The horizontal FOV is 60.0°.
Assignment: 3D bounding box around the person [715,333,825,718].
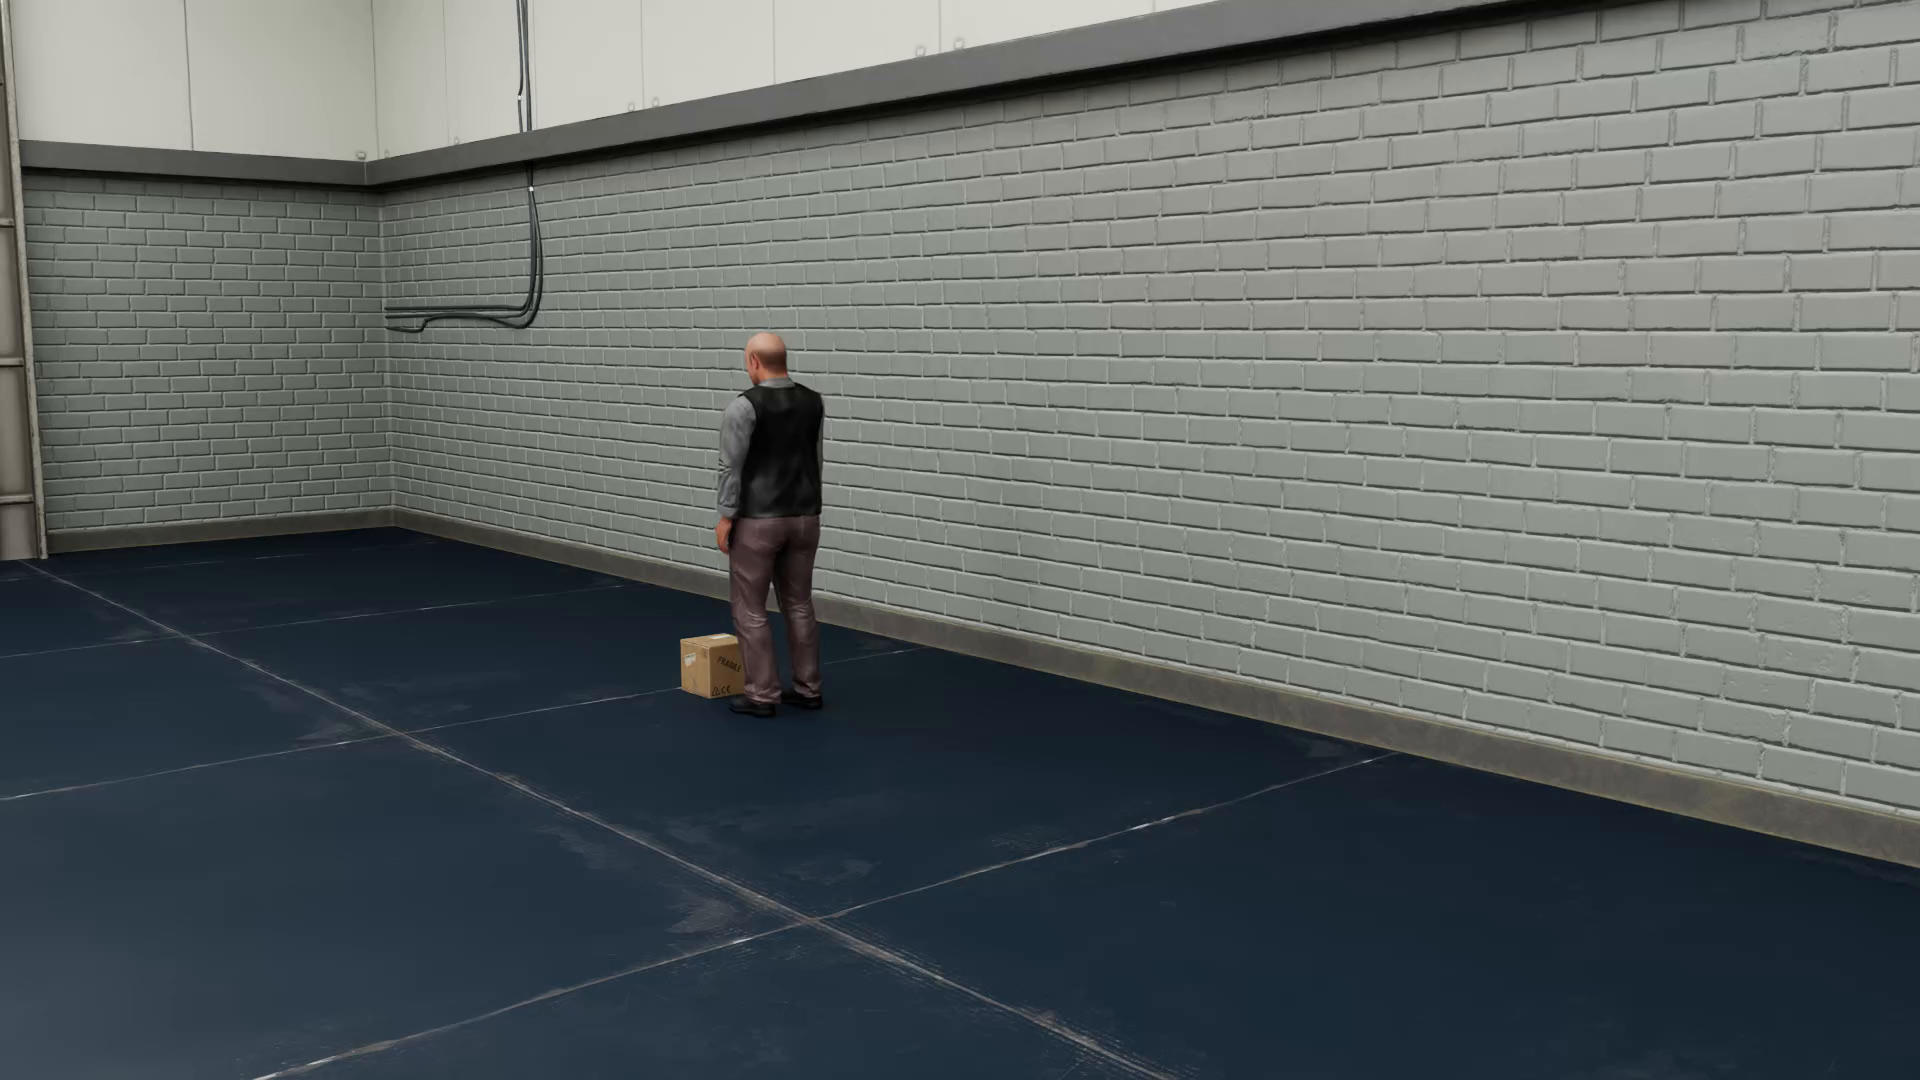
[{"bbox_3d":[-0.851,-0.011,7.486,0.535,1.592,0.353,-6,9,-39],"label":"person"}]
